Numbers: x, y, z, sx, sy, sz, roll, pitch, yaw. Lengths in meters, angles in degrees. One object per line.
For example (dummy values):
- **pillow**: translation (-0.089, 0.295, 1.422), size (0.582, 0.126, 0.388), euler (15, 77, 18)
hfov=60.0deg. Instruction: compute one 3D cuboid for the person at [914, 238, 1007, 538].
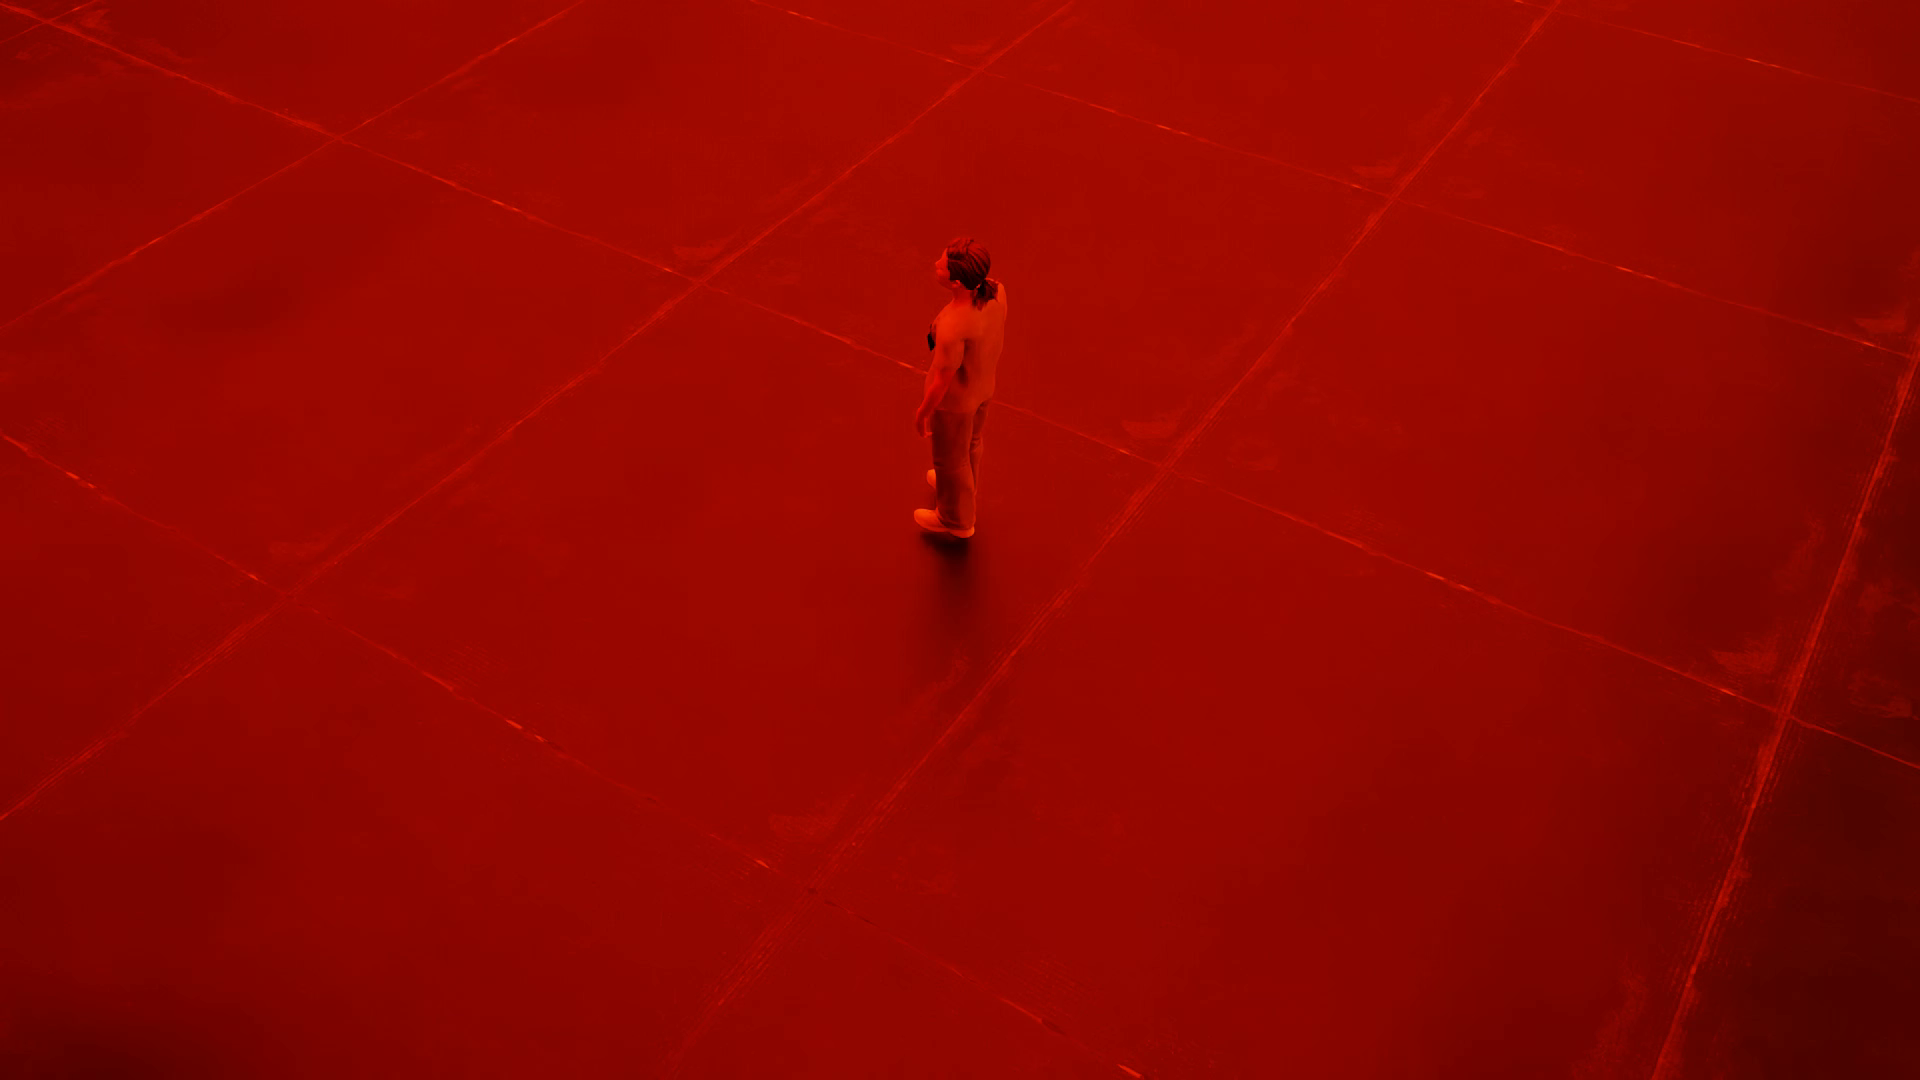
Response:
- **person**: translation (-0.055, -0.678, 7.407), size (0.547, 1.673, 0.549), euler (24, 48, 23)
